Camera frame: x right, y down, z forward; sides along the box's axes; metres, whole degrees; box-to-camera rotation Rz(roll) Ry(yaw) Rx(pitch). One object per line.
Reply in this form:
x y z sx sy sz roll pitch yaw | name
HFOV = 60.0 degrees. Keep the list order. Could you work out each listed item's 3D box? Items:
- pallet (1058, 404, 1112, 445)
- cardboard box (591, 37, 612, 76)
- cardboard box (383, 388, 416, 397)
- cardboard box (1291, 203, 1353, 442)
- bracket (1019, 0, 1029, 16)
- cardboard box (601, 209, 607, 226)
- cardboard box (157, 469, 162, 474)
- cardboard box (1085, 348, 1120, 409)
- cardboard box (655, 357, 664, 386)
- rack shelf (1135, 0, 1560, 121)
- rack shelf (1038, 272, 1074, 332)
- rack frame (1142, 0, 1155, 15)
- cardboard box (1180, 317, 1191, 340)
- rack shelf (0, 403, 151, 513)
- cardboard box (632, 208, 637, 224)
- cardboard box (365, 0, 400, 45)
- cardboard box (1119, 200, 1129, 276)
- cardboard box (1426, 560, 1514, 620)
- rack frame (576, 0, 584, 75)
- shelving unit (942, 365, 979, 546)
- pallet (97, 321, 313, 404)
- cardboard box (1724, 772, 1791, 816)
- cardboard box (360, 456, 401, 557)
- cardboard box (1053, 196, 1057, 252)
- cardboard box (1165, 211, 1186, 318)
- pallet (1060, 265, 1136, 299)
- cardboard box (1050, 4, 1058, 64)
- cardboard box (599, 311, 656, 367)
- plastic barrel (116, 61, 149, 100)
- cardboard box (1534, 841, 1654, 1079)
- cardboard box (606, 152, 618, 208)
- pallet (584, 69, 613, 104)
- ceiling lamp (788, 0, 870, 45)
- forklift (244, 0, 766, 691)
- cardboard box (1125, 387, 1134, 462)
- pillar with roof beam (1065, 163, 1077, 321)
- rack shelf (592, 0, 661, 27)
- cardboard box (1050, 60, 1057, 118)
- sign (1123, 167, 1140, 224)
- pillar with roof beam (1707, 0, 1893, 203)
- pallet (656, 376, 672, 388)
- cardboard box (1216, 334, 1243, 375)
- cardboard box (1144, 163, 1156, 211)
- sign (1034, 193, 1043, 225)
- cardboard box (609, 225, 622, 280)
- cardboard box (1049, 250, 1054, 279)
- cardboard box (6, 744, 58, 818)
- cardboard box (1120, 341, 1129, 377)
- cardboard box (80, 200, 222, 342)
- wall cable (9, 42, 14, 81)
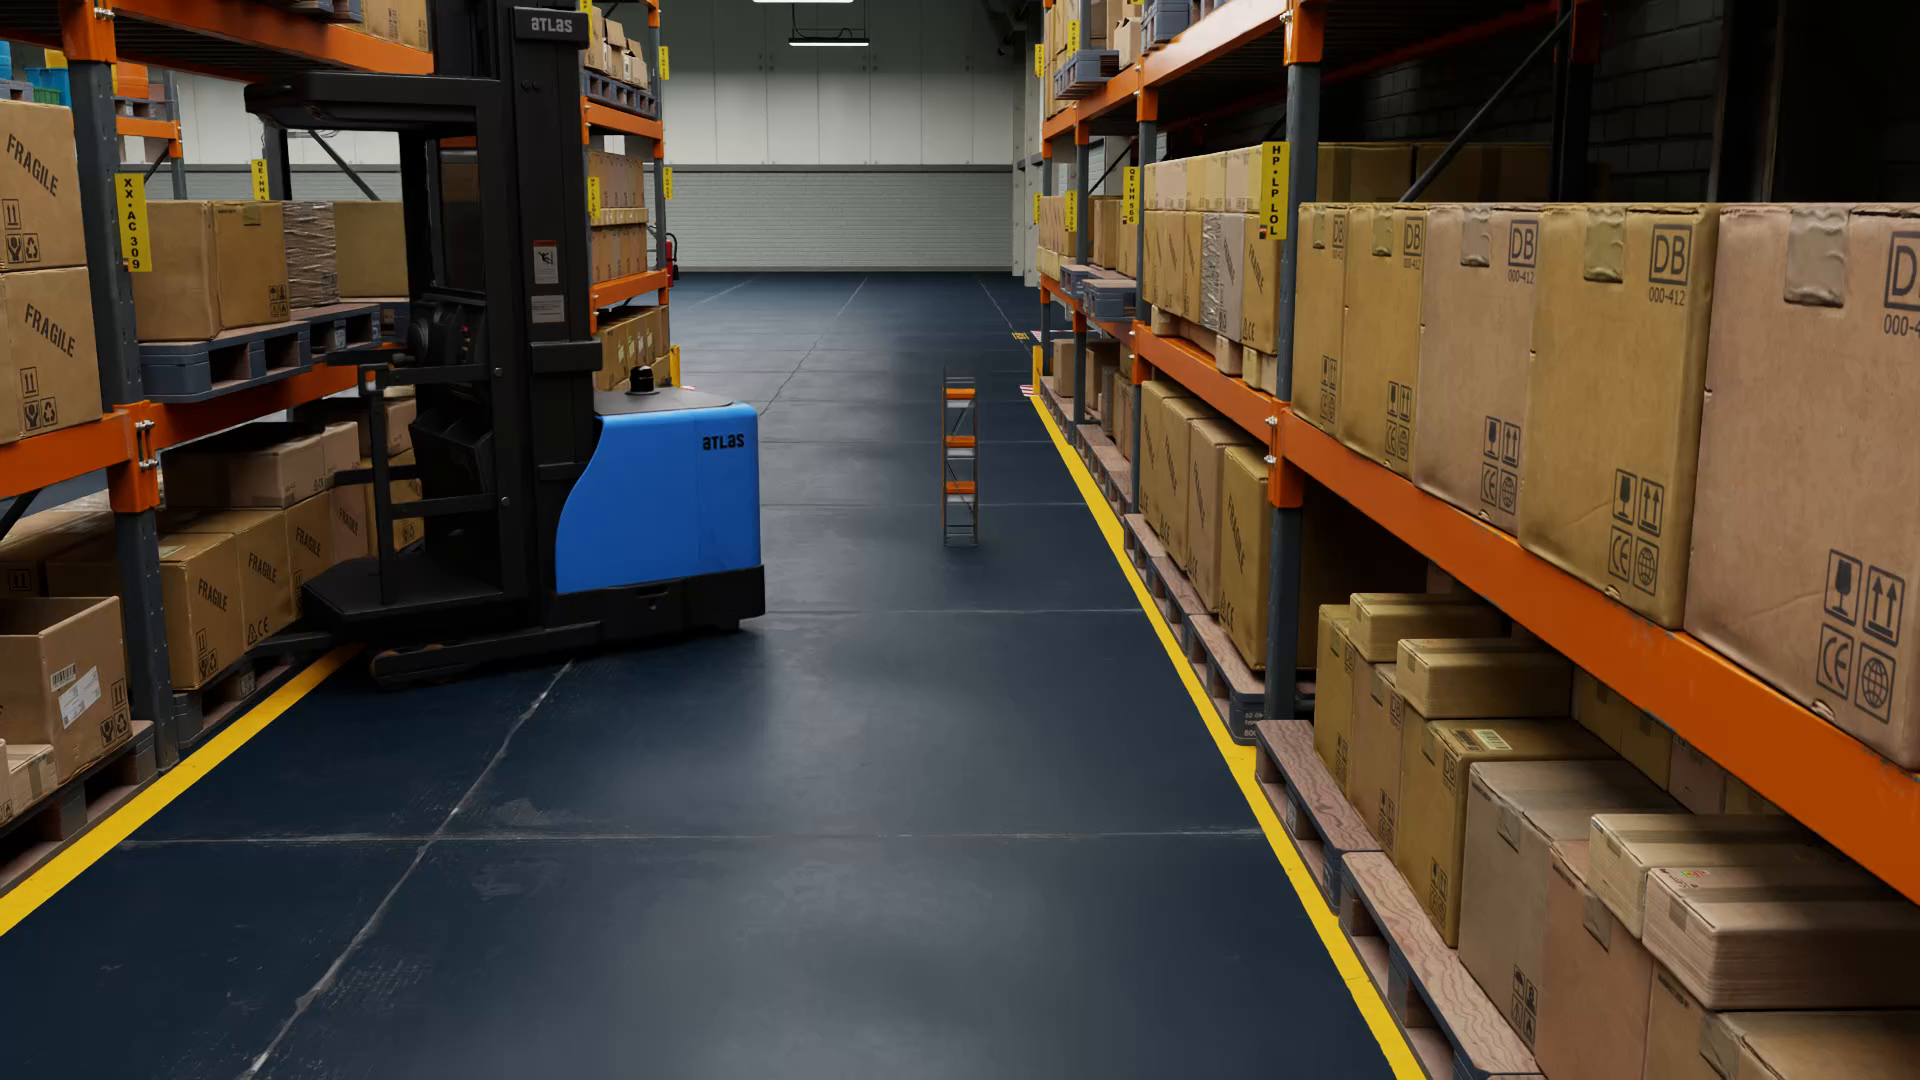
1.401 -1.021 14.560 1.003 0.211 1.213 0 11 -1 | pallet
-3.260 -4.142 14.204 0.500 0.311 0.500 -1 12 -4 | cardboard box
-3.702 -0.878 11.290 0.500 0.311 0.500 0 11 -2 | cardboard box
1.610 -0.703 5.225 0.980 0.700 0.700 0 11 0 | cardboard box
1.458 -11.792 36.499 0.076 0.066 4.783 0 11 -1 | bracket
-3.337 -2.857 14.715 0.380 0.149 0.250 -1 11 -3 | cardboard box
-3.674 -0.133 8.350 0.500 0.500 0.500 0 11 -2 | cardboard box
1.389 -1.451 14.846 0.500 0.500 0.500 -1 12 -5 | cardboard box
-3.256 -1.682 16.663 0.500 0.250 0.500 0 11 -1 | cardboard box
1.574 -2.179 7.520 1.077 0.370 4.000 0 11 -1 | rack shelf
1.409 -2.299 15.656 1.077 0.370 4.000 0 11 -1 | rack shelf
1.533 -4.399 9.109 1.000 3.000 0.127 0 11 -1 | rack frame
1.354 -1.126 8.649 0.380 0.149 0.250 0 11 -2 | cardboard box
-3.296 0.107 3.794 1.077 0.370 4.000 0 11 -1 | rack shelf
-3.371 -3.167 16.242 0.380 0.149 0.250 0 11 0 | cardboard box
-3.366 -2.769 8.367 0.910 0.500 0.500 0 11 -1 | cardboard box
1.465 -2.064 11.333 0.700 0.500 0.500 0 11 -1 | cardboard box
1.724 0.157 5.340 0.380 0.149 0.250 0 11 -1 | cardboard box
-3.502 -5.173 12.925 1.000 3.000 0.127 0 11 -1 | rack frame
0.001 -0.504 9.902 0.215 1.050 0.252 0 11 -1 | shelving unit
-3.244 -0.708 6.487 1.003 0.211 1.213 0 11 -1 | pallet
1.770 0.568 3.317 0.380 0.149 0.250 0 11 -1 | cardboard box
-3.155 -0.141 8.388 0.500 0.500 0.500 -1 11 -3 | cardboard box
1.116 -2.850 15.003 0.500 0.500 0.500 -1 11 -3 | cardboard box
1.298 -1.363 8.184 0.500 0.500 0.500 0 11 -1 | cardboard box
1.321 -2.007 12.892 1.003 0.211 1.213 0 11 -1 | pallet
1.114 -4.789 15.758 0.500 0.500 0.500 0 11 0 | cardboard box
-3.241 -1.950 16.099 0.500 0.500 0.500 0 11 -1 | cardboard box
-8.400 -4.799 16.488 0.600 0.830 0.708 0 11 -1 | plastic barrel
1.573 0.912 3.248 0.700 0.500 0.500 0 11 -1 | cardboard box
-3.549 -3.305 15.292 0.700 0.500 0.500 0 11 -1 | cardboard box
-3.546 -3.829 14.067 1.003 0.211 1.213 0 11 -1 | pallet
-3.253 -13.889 41.207 2.000 3.185 0.800 0 11 -1 | ceiling lamp
-2.435 -0.925 7.249 3.031 2.935 1.130 -8 14 -34 | forklift
1.533 -0.794 11.608 0.700 0.500 0.500 0 11 -1 | cardboard box
-2.305 -8.221 27.950 9.100 9.000 0.400 0 11 -1 | pillar with roof beam
-3.544 -5.022 14.996 1.077 0.370 4.000 0 11 -1 | rack shelf
1.115 -4.300 15.866 0.500 0.500 0.500 0 11 1 | cardboard box
0.991 -1.983 9.578 0.100 0.325 0.005 0 11 -1 | sign
-1.809 -3.451 4.435 9.100 9.000 0.400 0 11 -1 | pillar with roof beam
-3.527 -1.510 16.969 1.003 0.211 1.213 0 11 -1 | pallet
1.272 -0.771 6.894 0.380 0.149 0.250 0 11 -1 | cardboard box
1.285 -1.934 9.112 0.500 0.250 0.500 0 11 0 | cardboard box
0.825 -3.471 17.447 0.100 0.325 0.005 0 11 -1 | sign
-3.553 -2.676 15.456 0.700 0.500 0.500 0 11 1 | cardboard box
1.098 -2.582 15.570 0.500 0.250 0.500 0 11 -1 | cardboard box
-2.974 0.725 5.004 0.380 0.149 0.250 0 11 -1 | cardboard box
1.495 -1.378 12.603 0.500 0.250 0.500 0 11 -2 | cardboard box
-3.123 -0.993 6.100 0.700 0.500 0.500 -4 12 -20 | cardboard box
-25.900 -13.243 47.811 3.097 2.526 0.112 0 11 -1 | wall cable
